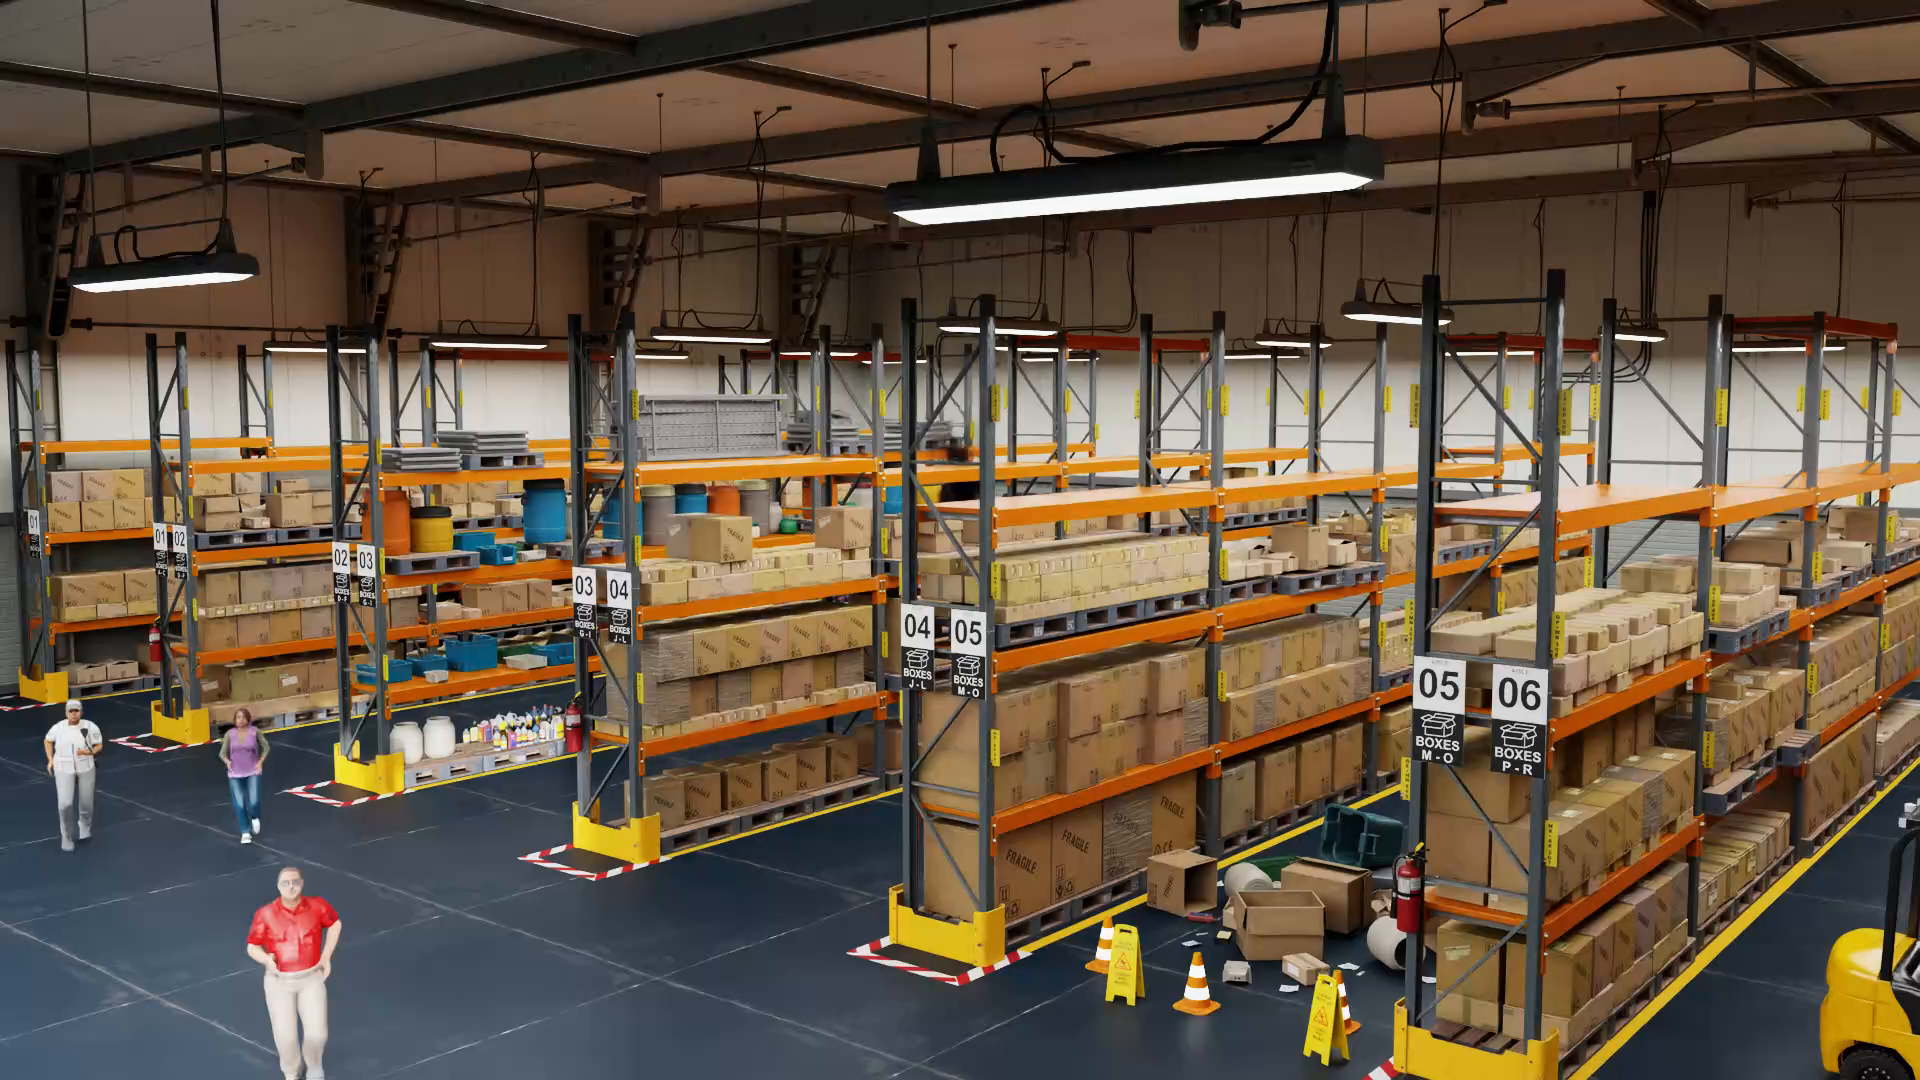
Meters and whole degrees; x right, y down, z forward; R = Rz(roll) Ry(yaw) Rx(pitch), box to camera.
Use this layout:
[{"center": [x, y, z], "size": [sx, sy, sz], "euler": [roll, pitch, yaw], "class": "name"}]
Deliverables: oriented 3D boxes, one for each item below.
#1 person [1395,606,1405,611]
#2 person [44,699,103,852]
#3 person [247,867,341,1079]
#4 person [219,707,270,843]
[{"center": [7.120, 1.891, 26.932], "size": [0.569, 1.660, 0.901], "euler": [4, 6, 37], "class": "person"}, {"center": [-10.014, 2.655, 18.823], "size": [0.574, 1.712, 0.716], "euler": [-3, 6, -30], "class": "person"}, {"center": [-4.815, 3.238, 12.072], "size": [0.648, 1.705, 0.621], "euler": [-2, 6, -22], "class": "person"}, {"center": [-8.150, 2.685, 18.940], "size": [0.529, 1.553, 0.549], "euler": [-2, 5, -19], "class": "person"}]
